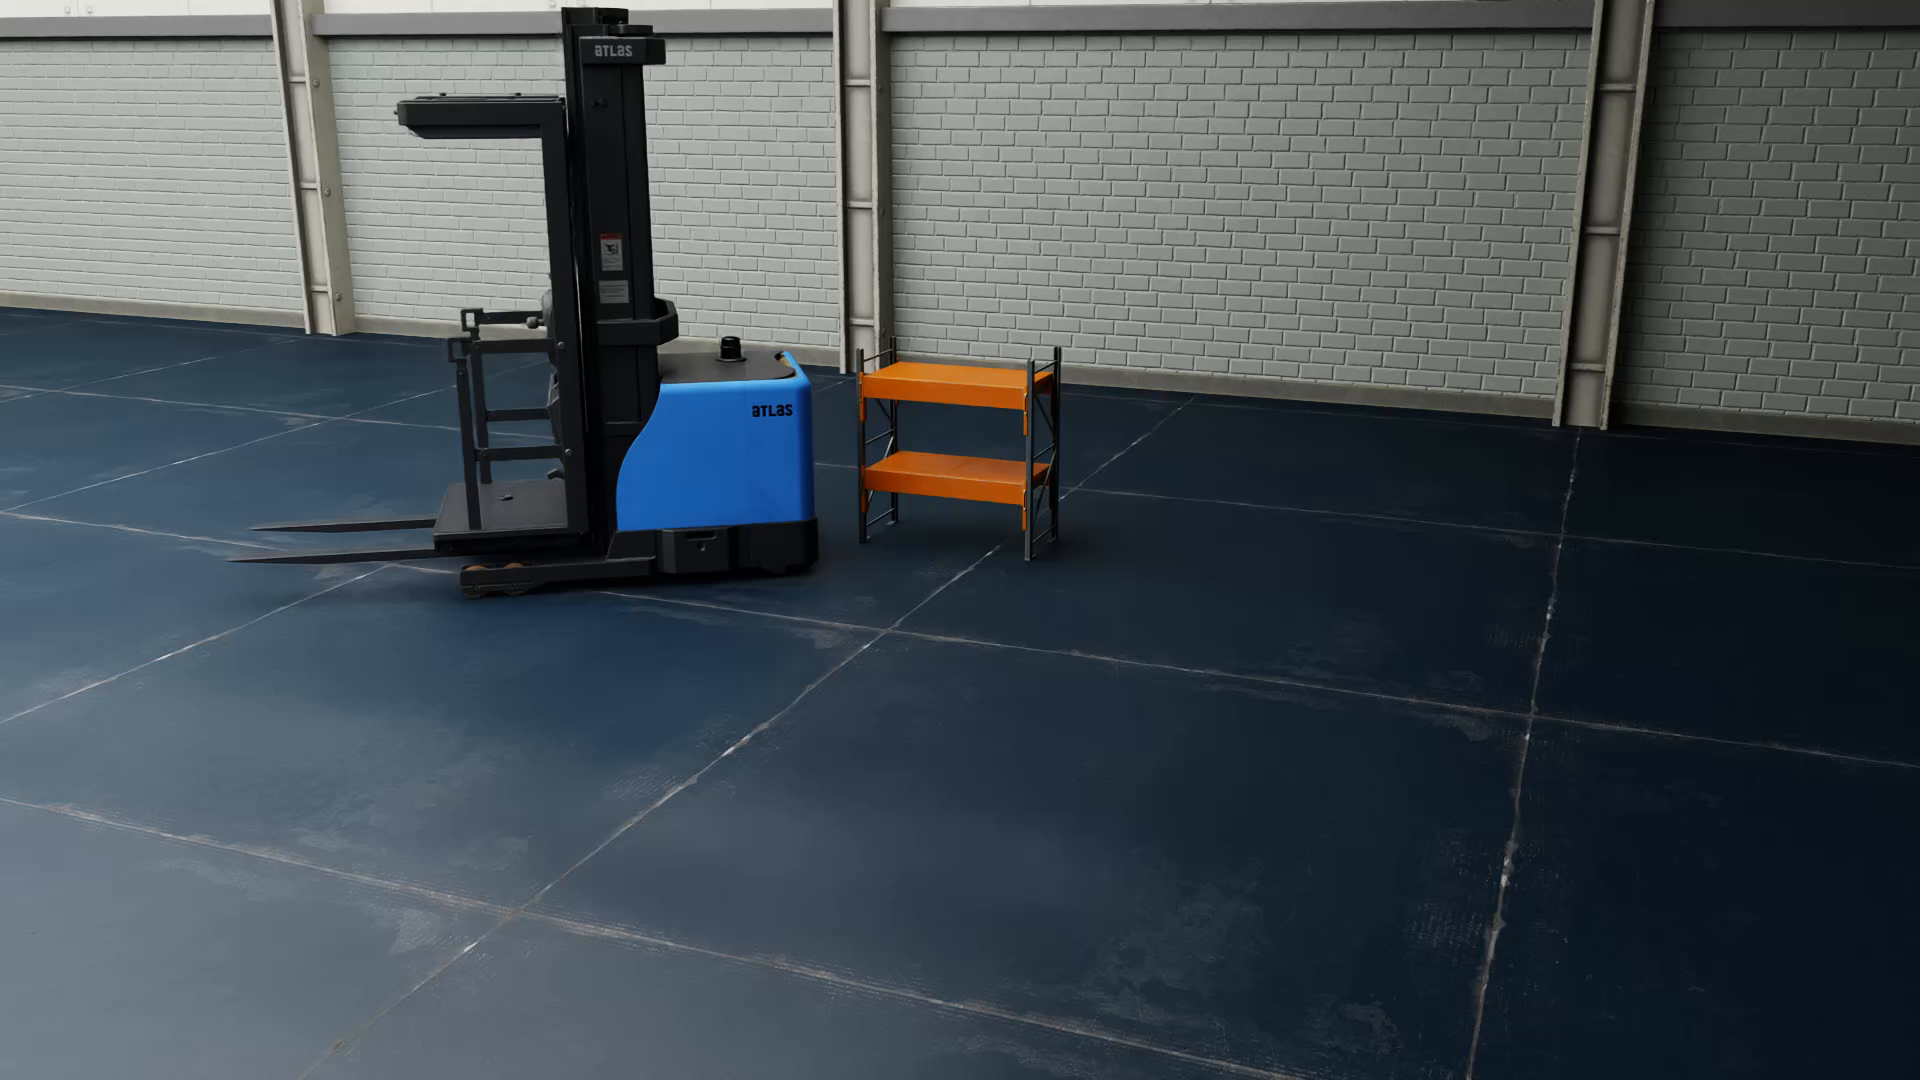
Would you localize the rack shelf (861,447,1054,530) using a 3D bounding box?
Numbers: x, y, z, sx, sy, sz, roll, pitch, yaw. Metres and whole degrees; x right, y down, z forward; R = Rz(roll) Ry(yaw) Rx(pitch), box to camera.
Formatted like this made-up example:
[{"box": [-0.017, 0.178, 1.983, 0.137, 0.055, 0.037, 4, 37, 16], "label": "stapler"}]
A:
[{"box": [-0.006, -0.306, 9.587, 1.000, 0.278, 0.538, 6, 17, 21], "label": "rack shelf"}]

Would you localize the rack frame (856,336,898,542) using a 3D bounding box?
[{"box": [-0.479, -0.593, 9.698, 0.032, 1.125, 0.500, 6, 17, 21], "label": "rack frame"}]

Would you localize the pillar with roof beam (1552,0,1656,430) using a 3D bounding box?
[{"box": [3.173, -4.094, 7.635, 0.400, 9.000, 9.100, 6, 17, 21], "label": "pillar with roof beam"}]

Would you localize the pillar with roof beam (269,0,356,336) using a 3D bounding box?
[{"box": [-7.990, -5.322, 11.864, 0.400, 9.000, 9.100, 6, 17, 21], "label": "pillar with roof beam"}]

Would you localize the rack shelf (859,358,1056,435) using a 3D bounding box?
[{"box": [-0.006, -0.822, 9.438, 1.000, 0.278, 0.538, 6, 17, 21], "label": "rack shelf"}]

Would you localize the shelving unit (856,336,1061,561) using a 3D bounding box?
[{"box": [-0.006, -0.541, 9.519, 1.048, 1.125, 0.538, 6, 17, 21], "label": "shelving unit"}]

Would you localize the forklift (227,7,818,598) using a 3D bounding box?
[{"box": [-2.344, -1.268, 8.783, 3.031, 2.935, 1.130, -3, 17, -12], "label": "forklift"}]

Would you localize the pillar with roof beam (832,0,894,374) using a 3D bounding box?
[{"box": [-2.408, -4.708, 9.749, 0.400, 9.000, 9.100, 6, 17, 21], "label": "pillar with roof beam"}]

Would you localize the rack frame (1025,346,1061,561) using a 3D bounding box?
[{"box": [0.467, -0.489, 9.340, 0.032, 1.125, 0.500, 6, 17, 21], "label": "rack frame"}]
